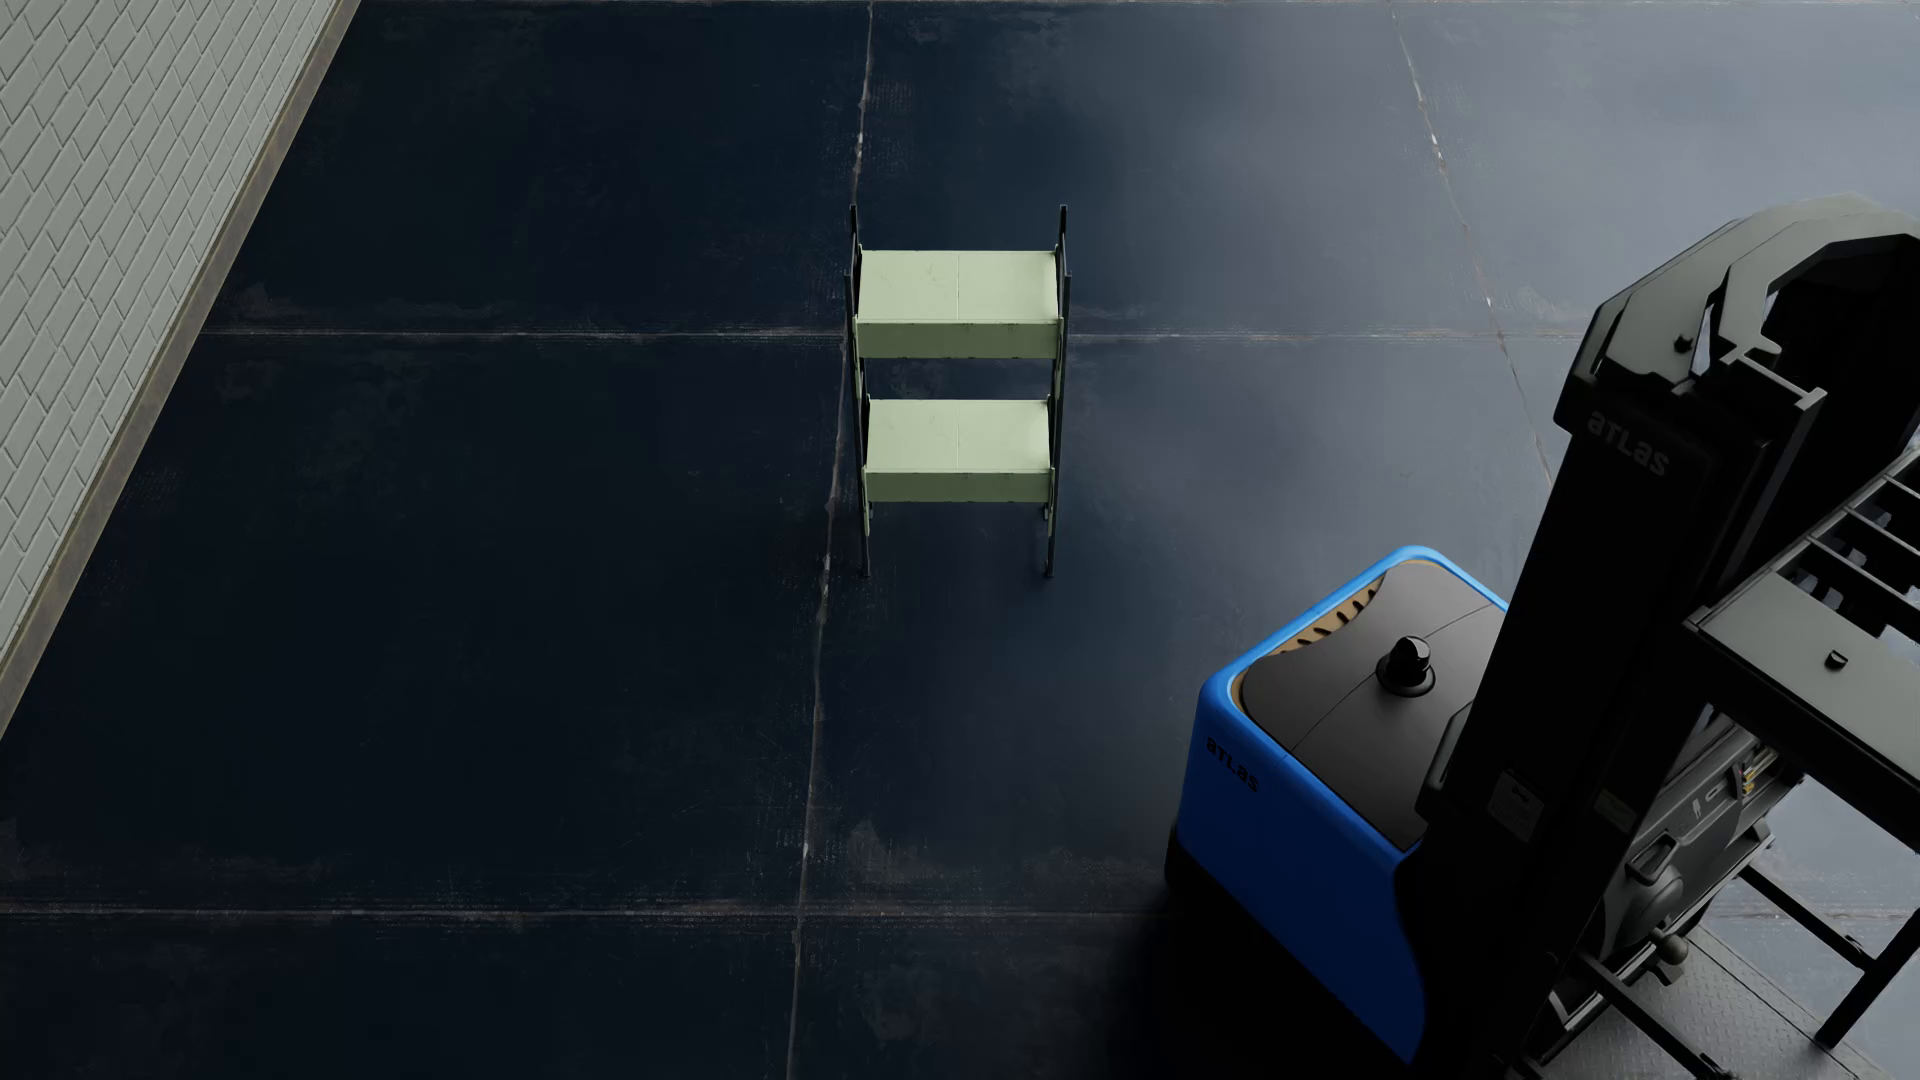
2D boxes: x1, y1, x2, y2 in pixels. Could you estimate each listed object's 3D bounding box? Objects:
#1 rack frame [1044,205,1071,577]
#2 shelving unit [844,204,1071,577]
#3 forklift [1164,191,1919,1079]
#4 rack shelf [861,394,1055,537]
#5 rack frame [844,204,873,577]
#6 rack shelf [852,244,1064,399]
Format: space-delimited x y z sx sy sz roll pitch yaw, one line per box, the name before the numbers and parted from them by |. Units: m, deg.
rack frame | 0.359 -0.510 6.200 0.023 1.500 0.400 0 47 0
shelving unit | -0.007 -0.511 6.201 0.755 1.500 0.431 0 47 0
forklift | 2.000 0.788 4.014 1.130 2.935 3.031 -30 54 -25
rack shelf | -0.007 -0.289 6.440 0.720 0.370 0.431 0 47 0
rack frame | -0.373 -0.512 6.202 0.023 1.500 0.400 0 47 0
rack shelf | -0.007 -0.777 5.915 0.720 0.370 0.431 0 47 0
